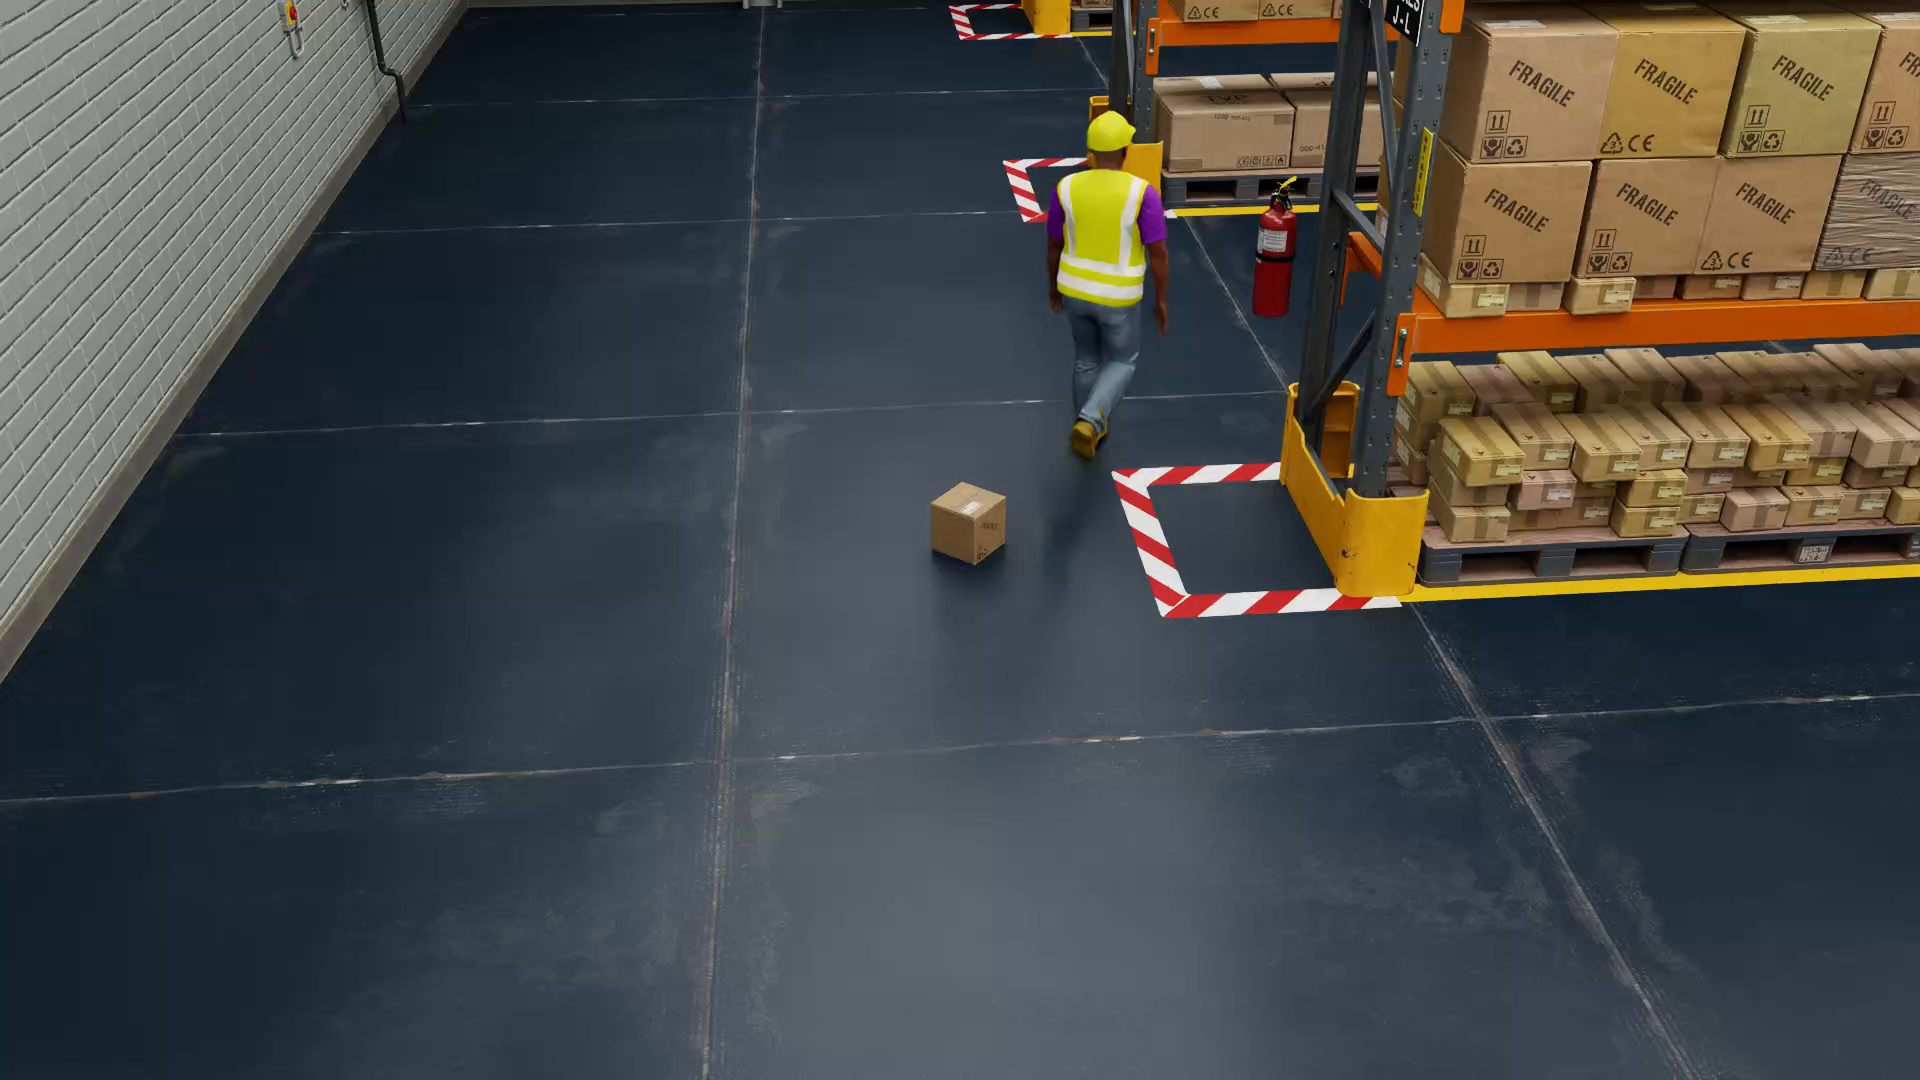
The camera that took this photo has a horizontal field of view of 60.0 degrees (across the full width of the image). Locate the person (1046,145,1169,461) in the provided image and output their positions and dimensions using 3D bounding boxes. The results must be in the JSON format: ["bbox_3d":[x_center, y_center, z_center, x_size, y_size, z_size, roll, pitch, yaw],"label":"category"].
[{"bbox_3d":[0.699,-1.159,8.067,0.662,1.701,0.687,11,33,18],"label":"person"}]
